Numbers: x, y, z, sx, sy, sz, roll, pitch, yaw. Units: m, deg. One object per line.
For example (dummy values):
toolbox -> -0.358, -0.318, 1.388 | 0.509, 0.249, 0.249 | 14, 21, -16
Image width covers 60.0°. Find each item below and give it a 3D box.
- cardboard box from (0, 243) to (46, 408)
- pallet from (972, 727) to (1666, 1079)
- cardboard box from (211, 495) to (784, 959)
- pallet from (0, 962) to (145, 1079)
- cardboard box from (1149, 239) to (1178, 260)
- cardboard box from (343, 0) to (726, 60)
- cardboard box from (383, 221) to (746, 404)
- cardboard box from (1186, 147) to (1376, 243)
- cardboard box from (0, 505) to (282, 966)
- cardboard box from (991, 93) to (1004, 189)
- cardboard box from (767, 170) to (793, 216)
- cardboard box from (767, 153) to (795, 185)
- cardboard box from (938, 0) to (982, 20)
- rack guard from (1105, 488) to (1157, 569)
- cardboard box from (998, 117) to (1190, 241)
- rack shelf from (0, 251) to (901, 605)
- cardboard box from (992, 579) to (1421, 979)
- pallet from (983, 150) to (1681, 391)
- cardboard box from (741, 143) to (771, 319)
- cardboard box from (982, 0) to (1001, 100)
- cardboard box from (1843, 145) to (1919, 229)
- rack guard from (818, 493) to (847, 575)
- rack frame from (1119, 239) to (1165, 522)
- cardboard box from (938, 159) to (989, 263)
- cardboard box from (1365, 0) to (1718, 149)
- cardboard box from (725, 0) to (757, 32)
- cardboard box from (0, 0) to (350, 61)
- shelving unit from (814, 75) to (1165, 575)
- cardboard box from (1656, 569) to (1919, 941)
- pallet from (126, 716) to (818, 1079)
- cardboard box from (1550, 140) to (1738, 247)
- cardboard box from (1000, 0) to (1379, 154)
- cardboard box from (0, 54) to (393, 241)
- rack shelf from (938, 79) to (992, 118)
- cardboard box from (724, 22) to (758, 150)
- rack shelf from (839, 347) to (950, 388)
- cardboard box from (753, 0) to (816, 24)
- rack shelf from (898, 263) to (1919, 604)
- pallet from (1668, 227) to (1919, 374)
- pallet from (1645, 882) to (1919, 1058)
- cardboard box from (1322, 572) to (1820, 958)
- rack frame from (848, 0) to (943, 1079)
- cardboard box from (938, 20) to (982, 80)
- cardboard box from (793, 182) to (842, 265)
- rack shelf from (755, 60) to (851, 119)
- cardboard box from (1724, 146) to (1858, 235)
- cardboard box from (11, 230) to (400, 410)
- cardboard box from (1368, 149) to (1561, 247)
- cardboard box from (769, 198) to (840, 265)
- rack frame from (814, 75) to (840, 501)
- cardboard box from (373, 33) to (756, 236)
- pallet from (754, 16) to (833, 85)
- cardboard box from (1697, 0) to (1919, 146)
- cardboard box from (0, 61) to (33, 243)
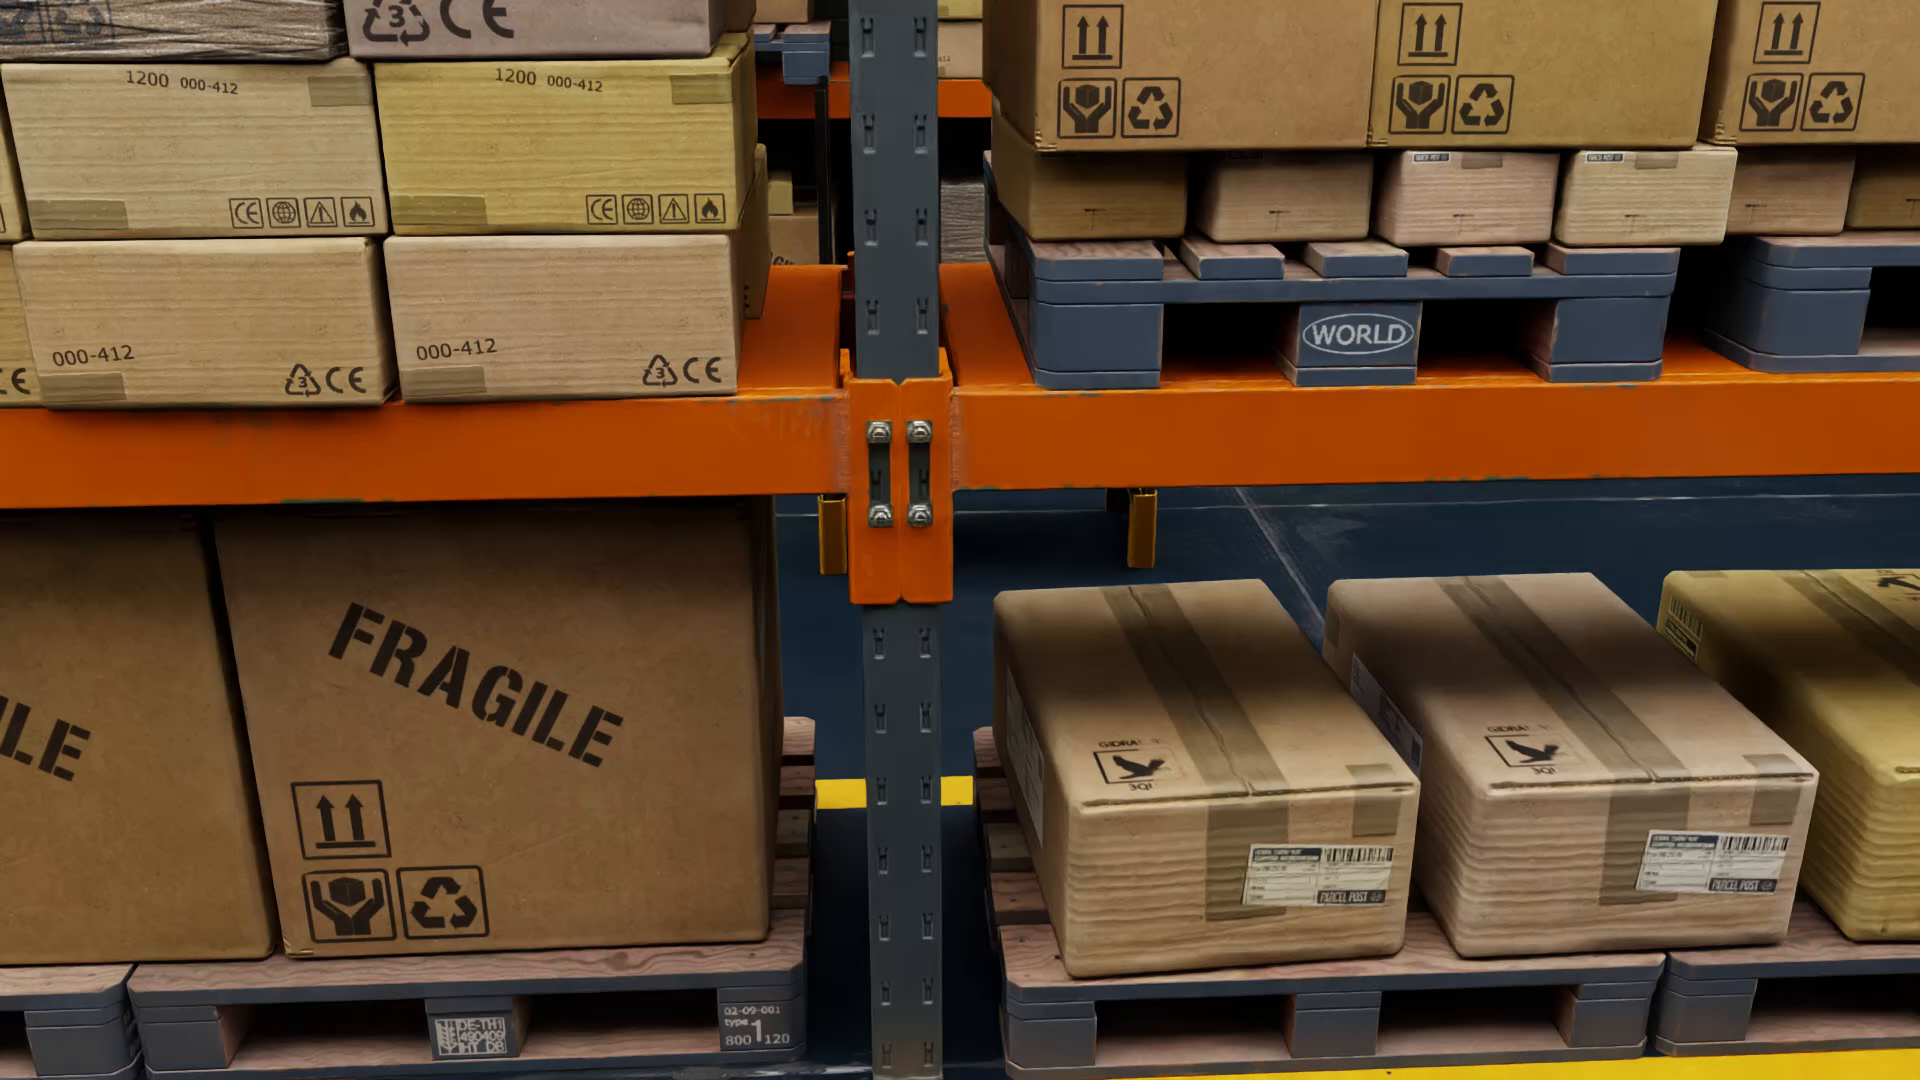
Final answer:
cardboard box -> -1.626, -0.395, 2.654 | 0.500, 0.250, 0.500 | -1, 21, -4
pallet -> 0.657, 0.699, 3.487 | 1.213, 0.211, 1.003 | -1, 21, -3
cardboard box -> -0.817, 0.193, 3.295 | 0.875, 0.875, 0.875 | -1, 21, -4
pallet -> -2.130, 0.728, 3.413 | 1.213, 0.211, 1.003 | -1, 21, -3
cardboard box -> 0.865, -1.462, 7.992 | 0.625, 0.625, 0.875 | 0, 21, -1
cardboard box -> -0.624, -0.999, 2.483 | 0.500, 0.500, 0.500 | -2, 21, -5
cardboard box -> -0.613, -0.416, 2.708 | 0.500, 0.250, 0.500 | -2, 21, -5
cardboard box -> 0.496, -0.602, 2.748 | 0.250, 0.149, 0.380 | -2, 21, -6
cardboard box -> -1.708, 0.209, 3.251 | 0.875, 0.875, 0.875 | -1, 21, -2
cardboard box -> 0.191, -0.757, 3.158 | 0.250, 0.149, 0.380 | 0, 21, -1
cardboard box -> -0.889, -1.583, 7.574 | 0.250, 0.149, 0.380 | -2, 21, -6
cardboard box -> -0.949, -1.783, 8.099 | 0.250, 0.149, 0.380 | 0, 21, 0
cardboard box -> 0.048, -2.428, 7.292 | 0.500, 0.250, 0.500 | -1, 21, -3
rack guard -> 0.573, -0.128, 5.607 | 0.087, 0.250, 0.587 | -1, 21, -3
cardboard box -> 0.212, -0.608, 2.765 | 0.250, 0.149, 0.380 | -2, 21, -6
rack shelf -> -2.120, -0.212, 2.972 | 4.000, 0.370, 1.077 | -1, 21, -3
cardboard box -> 0.442, 0.435, 3.364 | 0.625, 0.372, 0.950 | -3, 21, -7
pallet -> 0.582, -0.551, 3.122 | 1.003, 0.211, 1.213 | -1, 21, -3
cardboard box -> -0.626, -0.598, 3.186 | 0.500, 0.250, 0.500 | -2, 21, -4
cardboard box -> 0.315, -1.078, 3.089 | 0.500, 0.500, 0.500 | -2, 21, -5
cardboard box -> 1.564, -0.641, 2.852 | 0.250, 0.149, 0.380 | 0, 21, -1
rack guard -> -0.421, -0.108, 5.554 | 0.087, 0.250, 0.587 | -1, 21, -3
rack frame -> 0.593, -0.713, 5.386 | 0.032, 1.500, 0.500 | -1, 21, -3
cardboard box -> 0.213, -1.446, 7.950 | 0.625, 0.625, 0.875 | -1, 21, -1
cardboard box -> 0.859, -0.910, 2.648 | 0.500, 0.500, 0.500 | 0, 21, 0
cardboard box -> -0.629, -1.179, 2.957 | 0.500, 0.500, 0.500 | -2, 21, -5
cardboard box -> -1.136, -0.986, 2.448 | 0.500, 0.500, 0.500 | -1, 21, -2
shelving unit -> 0.076, -0.702, 5.358 | 1.083, 1.500, 0.587 | -1, 21, -3
cardboard box -> 1.935, 0.404, 3.446 | 0.625, 0.372, 0.950 | 0, 21, -1
pallet -> -0.914, 0.704, 3.475 | 1.213, 0.211, 1.003 | -1, 21, -3
cardboard box -> 1.048, -0.589, 2.715 | 0.250, 0.149, 0.380 | -1, 21, -3
cardboard box -> 0.339, -0.897, 2.613 | 0.500, 0.500, 0.500 | -2, 21, -5
cardboard box -> -1.104, -0.640, 2.595 | 0.500, 0.250, 0.500 | -2, 21, -4
rack shelf -> 1.587, -2.056, 7.817 | 4.000, 0.370, 1.077 | -1, 21, -3
cardboard box -> -0.643, -0.829, 3.092 | 0.500, 0.250, 0.500 | -1, 21, -3
rack shelf -> 0.085, -0.535, 5.423 | 1.000, 0.185, 0.538 | -1, 21, -3
cardboard box -> -0.933, -2.640, 7.608 | 0.500, 0.500, 0.500 | 0, 21, -1
rack shelf -> 1.874, -0.293, 3.185 | 4.000, 0.370, 1.077 | -1, 21, -3
pallet -> 1.851, -0.554, 3.129 | 1.213, 0.211, 1.003 | -1, 21, -3
pallet -> 1.872, 0.676, 3.549 | 1.213, 0.211, 1.003 | -1, 21, -3
cardboard box -> 1.178, 0.418, 3.411 | 0.625, 0.372, 0.950 | -2, 21, -4
rack frame -> -0.123, -0.588, 2.951 | 0.127, 3.000, 1.000 | -1, 21, -3
cardboard box -> 0.047, -2.204, 7.404 | 0.500, 0.250, 0.500 | -1, 21, -3
cardboard box -> -0.847, -1.471, 8.191 | 0.500, 0.500, 0.500 | 0, 21, -1
rack shelf -> -2.407, -1.975, 7.603 | 4.000, 0.370, 1.077 | -1, 21, -3
cardboard box -> 1.284, -0.622, 2.801 | 0.250, 0.149, 0.380 | 0, 21, 0
cardboard box -> -1.122, -0.400, 2.666 | 0.500, 0.250, 0.500 | -1, 21, -2
cardboard box -> 0.772, -0.591, 2.720 | 0.250, 0.149, 0.380 | -3, 21, -7
cardboard box -> -0.820, -1.295, 7.729 | 0.500, 0.500, 0.500 | -1, 21, -1
rack frame -> -0.422, -0.692, 5.332 | 0.032, 1.500, 0.500 | -1, 21, -3
cardboard box -> -0.592, -0.652, 2.626 | 0.500, 0.250, 0.500 | -1, 21, -3
pallet -> -1.083, -2.223, 7.514 | 1.003, 0.211, 1.213 | -1, 21, -3
cardboard box -> 1.389, -0.924, 2.682 | 0.500, 0.500, 0.500 | -1, 21, -2
cardboard box -> -1.614, -0.622, 2.548 | 0.500, 0.250, 0.500 | -2, 21, -4
